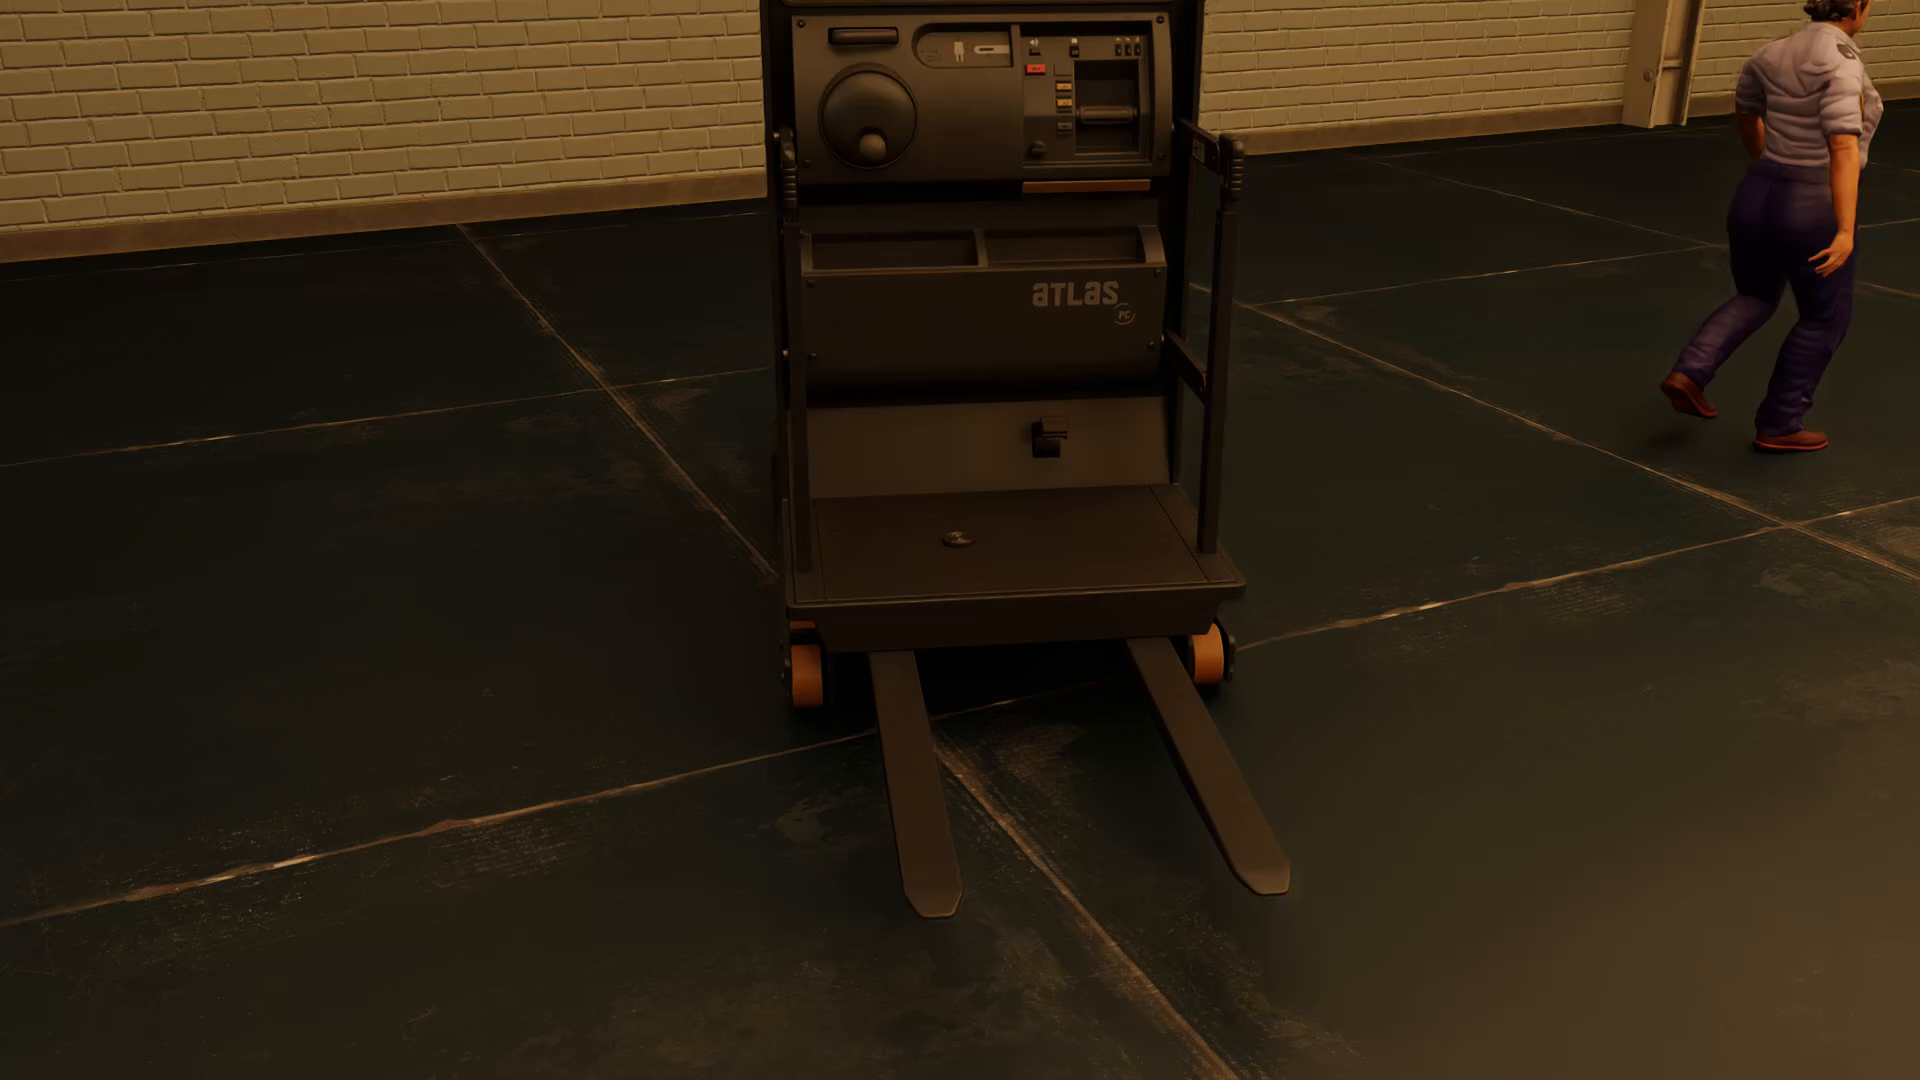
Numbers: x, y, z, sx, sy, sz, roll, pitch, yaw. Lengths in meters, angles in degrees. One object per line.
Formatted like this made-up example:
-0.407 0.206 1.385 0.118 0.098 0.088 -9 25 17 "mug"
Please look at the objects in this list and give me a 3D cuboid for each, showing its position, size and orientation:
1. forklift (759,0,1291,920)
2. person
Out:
0.085 -1.075 3.873 1.130 2.935 3.031 -3 23 -6 "forklift"
2.804 -1.092 5.621 0.564 1.633 0.719 -8 24 -19 "person"
